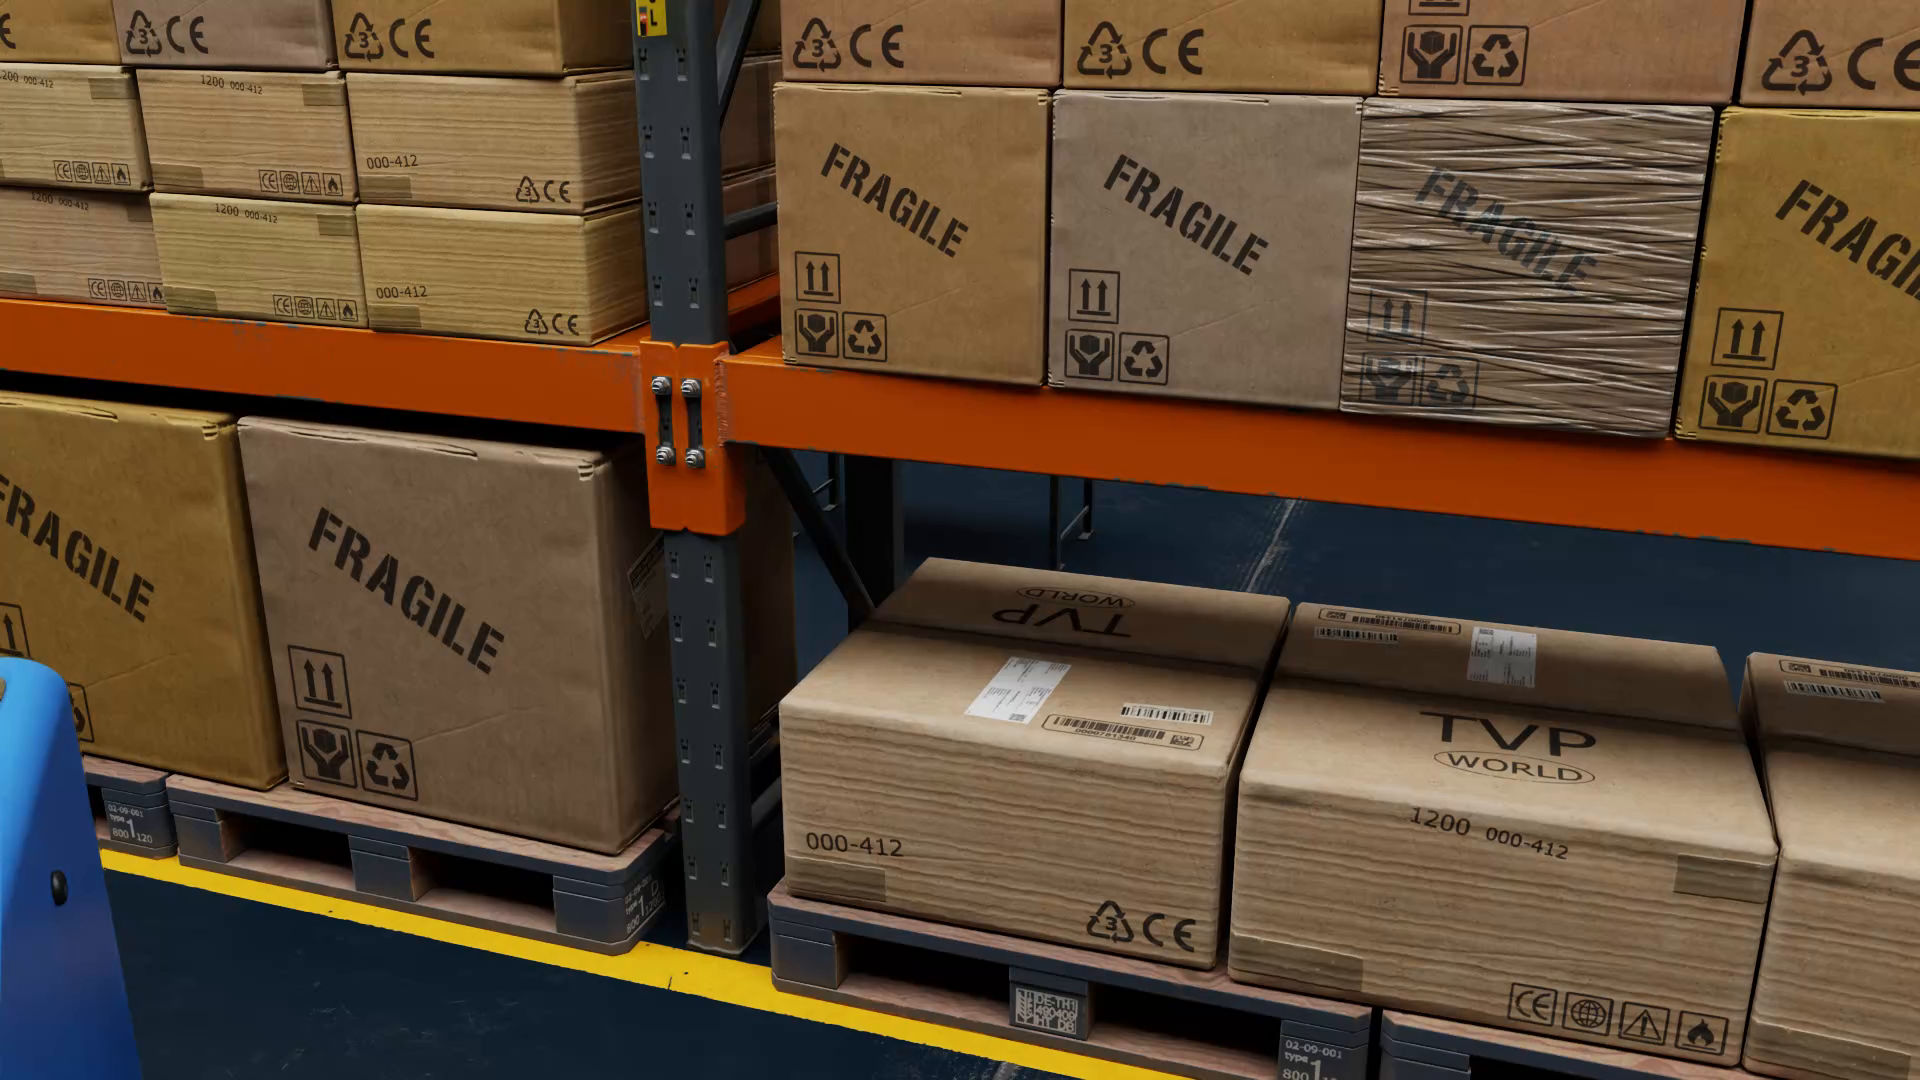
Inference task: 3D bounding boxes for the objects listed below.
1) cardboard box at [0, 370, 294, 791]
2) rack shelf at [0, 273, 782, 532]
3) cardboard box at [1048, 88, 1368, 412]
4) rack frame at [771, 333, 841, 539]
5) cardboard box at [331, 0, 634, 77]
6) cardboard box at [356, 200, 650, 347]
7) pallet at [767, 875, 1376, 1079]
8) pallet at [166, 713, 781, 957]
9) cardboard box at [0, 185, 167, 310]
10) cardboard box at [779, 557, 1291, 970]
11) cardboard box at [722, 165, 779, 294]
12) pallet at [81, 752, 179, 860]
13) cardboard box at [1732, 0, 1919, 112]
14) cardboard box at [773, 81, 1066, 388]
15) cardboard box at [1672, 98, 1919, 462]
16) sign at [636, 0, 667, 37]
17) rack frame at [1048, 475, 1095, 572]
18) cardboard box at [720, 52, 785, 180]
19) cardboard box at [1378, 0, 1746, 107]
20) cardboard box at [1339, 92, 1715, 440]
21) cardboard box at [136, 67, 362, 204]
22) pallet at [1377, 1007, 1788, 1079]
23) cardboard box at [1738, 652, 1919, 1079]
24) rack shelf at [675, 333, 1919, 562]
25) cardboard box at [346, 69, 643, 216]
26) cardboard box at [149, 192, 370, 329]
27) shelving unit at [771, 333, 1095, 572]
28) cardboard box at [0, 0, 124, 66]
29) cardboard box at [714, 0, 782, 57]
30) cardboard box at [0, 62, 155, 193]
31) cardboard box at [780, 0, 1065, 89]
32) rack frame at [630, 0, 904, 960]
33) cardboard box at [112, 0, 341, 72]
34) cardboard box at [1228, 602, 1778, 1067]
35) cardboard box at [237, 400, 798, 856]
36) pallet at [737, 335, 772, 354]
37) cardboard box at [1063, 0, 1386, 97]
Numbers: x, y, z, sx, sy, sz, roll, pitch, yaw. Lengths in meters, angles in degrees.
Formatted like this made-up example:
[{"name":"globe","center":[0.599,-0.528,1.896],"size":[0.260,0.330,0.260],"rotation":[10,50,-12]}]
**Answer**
[{"name":"cardboard box","center":[-1.830,-0.021,4.169],"size":[0.875,0.875,0.875],"rotation":[7,20,20]},{"name":"rack shelf","center":[-2.251,-0.565,4.232],"size":[4.000,0.370,1.077],"rotation":[7,20,18]},{"name":"cardboard box","center":[0.469,-0.548,2.939],"size":[0.500,0.500,0.500],"rotation":[7,20,18]},{"name":"rack frame","center":[-0.561,-0.772,6.013],"size":[0.032,1.500,0.500],"rotation":[7,20,18]},{"name":"cardboard box","center":[-0.866,-1.178,3.228],"size":[0.500,0.500,0.500],"rotation":[7,20,20]},{"name":"cardboard box","center":[-0.868,-0.588,3.433],"size":[0.500,0.250,0.500],"rotation":[6,20,17]},{"name":"pallet","center":[0.331,0.735,3.648],"size":[1.213,0.211,1.003],"rotation":[7,20,18]},{"name":"pallet","center":[-1.116,0.568,4.125],"size":[1.213,0.211,1.003],"rotation":[7,20,18]},{"name":"cardboard box","center":[-1.820,-0.704,3.765],"size":[0.500,0.250,0.500],"rotation":[6,20,17]},{"name":"cardboard box","center":[0.196,0.424,3.556],"size":[0.875,0.438,0.875],"rotation":[6,20,17]},{"name":"cardboard box","center":[-0.691,-0.747,3.891],"size":[0.500,0.250,0.500],"rotation":[6,20,17]},{"name":"pallet","center":[-2.272,0.437,4.501],"size":[1.213,0.211,1.003],"rotation":[7,20,18]},{"name":"cardboard box","center":[1.439,-0.910,2.460],"size":[0.500,0.500,0.500],"rotation":[6,20,18]},{"name":"cardboard box","center":[-0.005,-0.604,3.099],"size":[0.500,0.500,0.500],"rotation":[7,20,20]},{"name":"cardboard box","center":[1.424,-0.437,2.620],"size":[0.500,0.500,0.500],"rotation":[7,20,20]},{"name":"sign","center":[-0.531,-1.028,2.830],"size":[0.005,0.325,0.100],"rotation":[7,20,18]},{"name":"rack frame","center":[0.400,-0.663,5.698],"size":[0.032,1.500,0.500],"rotation":[7,20,18]},{"name":"cardboard box","center":[-0.685,-0.989,3.824],"size":[0.500,0.250,0.500],"rotation":[6,20,16]},{"name":"cardboard box","center":[0.964,-0.966,2.619],"size":[0.500,0.500,0.500],"rotation":[7,20,19]},{"name":"cardboard box","center":[0.937,-0.492,2.779],"size":[0.500,0.500,0.500],"rotation":[7,20,18]},{"name":"cardboard box","center":[-1.333,-0.877,3.505],"size":[0.500,0.250,0.500],"rotation":[7,20,19]},{"name":"pallet","center":[1.487,0.866,3.271],"size":[1.213,0.211,1.003],"rotation":[7,20,18]},{"name":"cardboard box","center":[1.893,0.619,2.999],"size":[0.875,0.438,0.875],"rotation":[7,20,20]},{"name":"rack shelf","center":[1.527,-0.133,2.993],"size":[4.000,0.370,1.077],"rotation":[7,20,18]},{"name":"cardboard box","center":[-0.858,-0.826,3.356],"size":[0.500,0.250,0.500],"rotation":[7,20,18]},{"name":"cardboard box","center":[-1.349,-0.643,3.592],"size":[0.500,0.250,0.500],"rotation":[6,20,17]},{"name":"shelving unit","center":[-0.081,-0.717,5.856],"size":[1.048,1.500,0.538],"rotation":[7,20,18]},{"name":"cardboard box","center":[-1.830,-1.292,3.556],"size":[0.500,0.500,0.500],"rotation":[7,20,20]},{"name":"cardboard box","center":[-0.683,-1.345,3.706],"size":[0.500,0.500,0.500],"rotation":[7,20,19]},{"name":"cardboard box","center":[-1.824,-0.932,3.660],"size":[0.500,0.250,0.500],"rotation":[7,20,19]},{"name":"cardboard box","center":[0.008,-1.081,2.950],"size":[0.500,0.500,0.500],"rotation":[7,20,18]},{"name":"rack frame","center":[-0.362,-0.688,3.494],"size":[0.127,3.000,1.000],"rotation":[7,20,18]},{"name":"cardboard box","center":[-1.358,-1.232,3.381],"size":[0.500,0.500,0.500],"rotation":[7,20,19]},{"name":"cardboard box","center":[1.042,0.521,3.280],"size":[0.875,0.438,0.875],"rotation":[6,20,16]},{"name":"cardboard box","center":[-0.974,0.074,3.896],"size":[0.875,0.875,0.875],"rotation":[7,20,20]},{"name":"pallet","center":[-0.725,-1.137,9.016],"size":[1.213,0.211,1.003],"rotation":[7,20,18]},{"name":"cardboard box","center":[0.483,-1.025,2.787],"size":[0.500,0.500,0.500],"rotation":[6,20,17]}]
